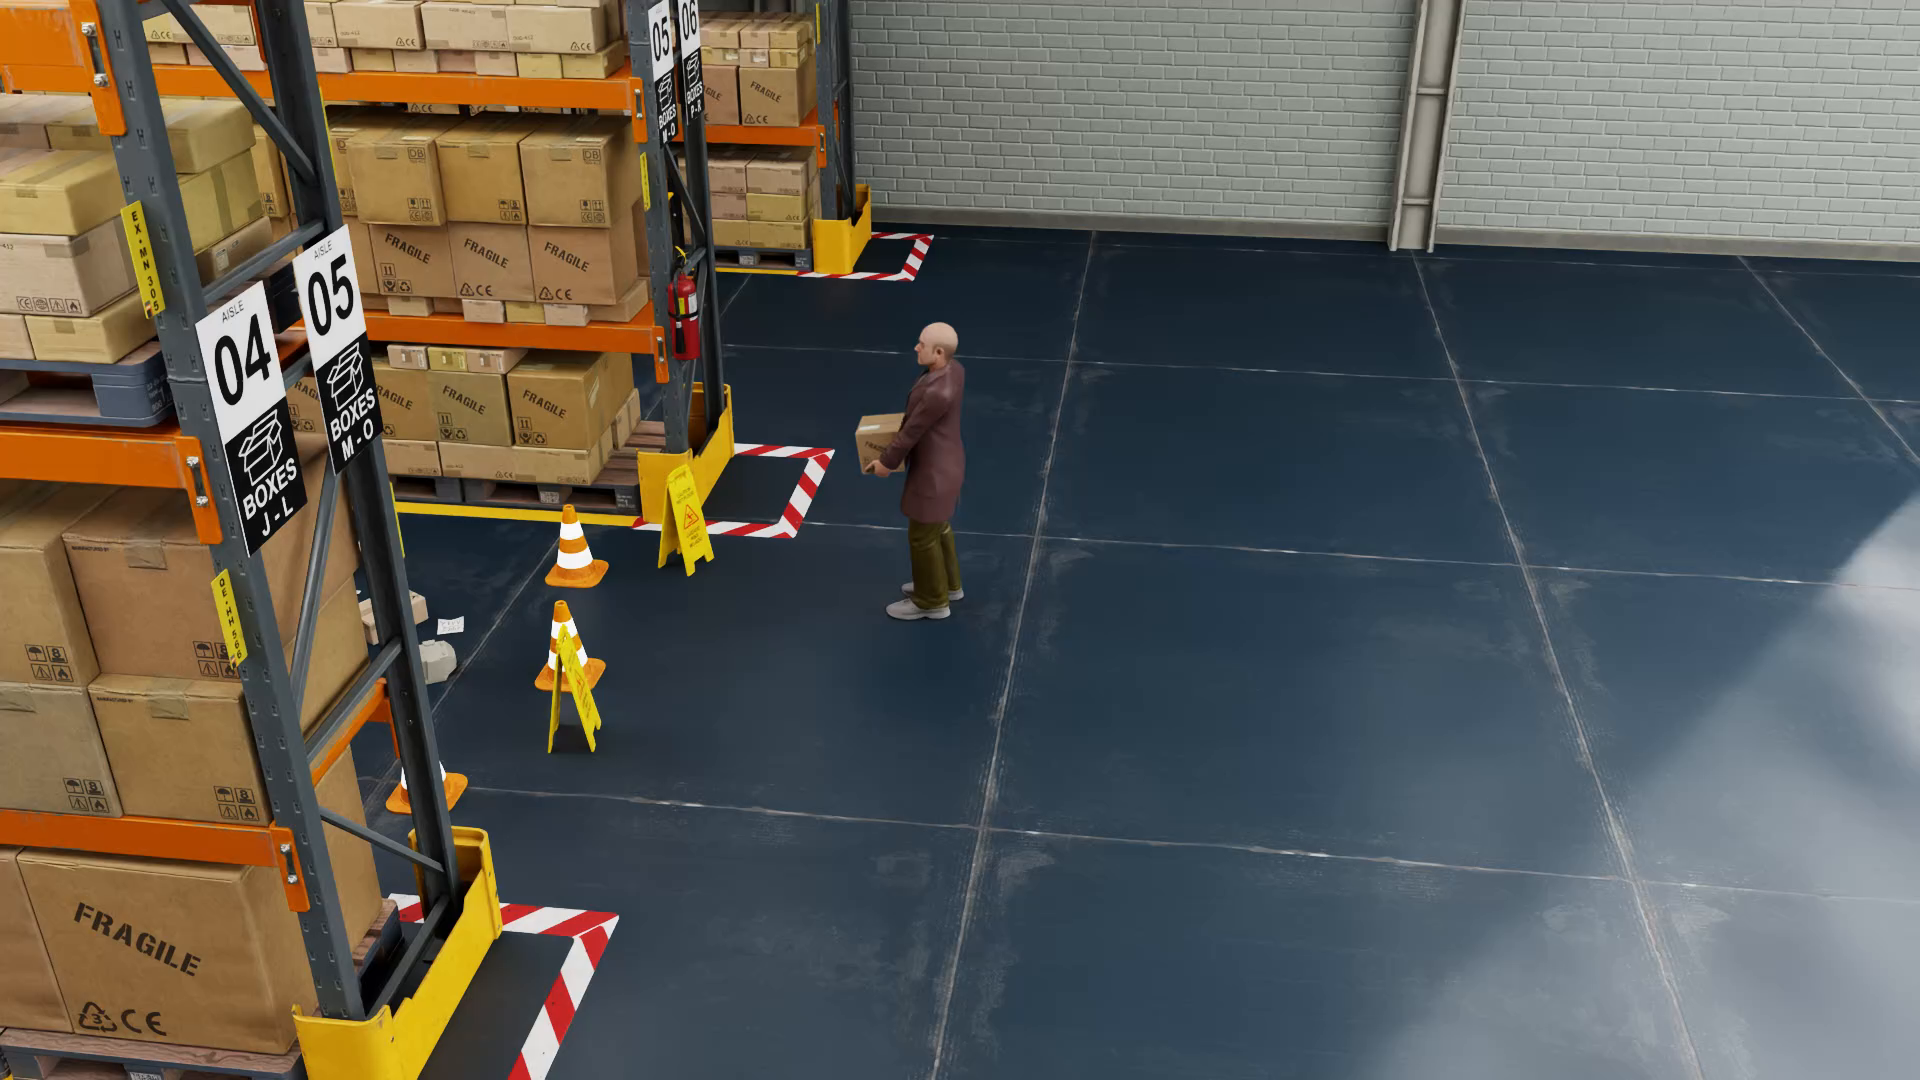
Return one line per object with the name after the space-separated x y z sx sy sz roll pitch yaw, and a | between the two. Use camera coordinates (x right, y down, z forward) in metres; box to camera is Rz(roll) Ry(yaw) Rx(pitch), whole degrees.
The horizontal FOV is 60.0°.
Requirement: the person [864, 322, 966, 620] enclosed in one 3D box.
-0.246 -0.391 9.376 0.548 1.779 0.525 3 28 6 | person
